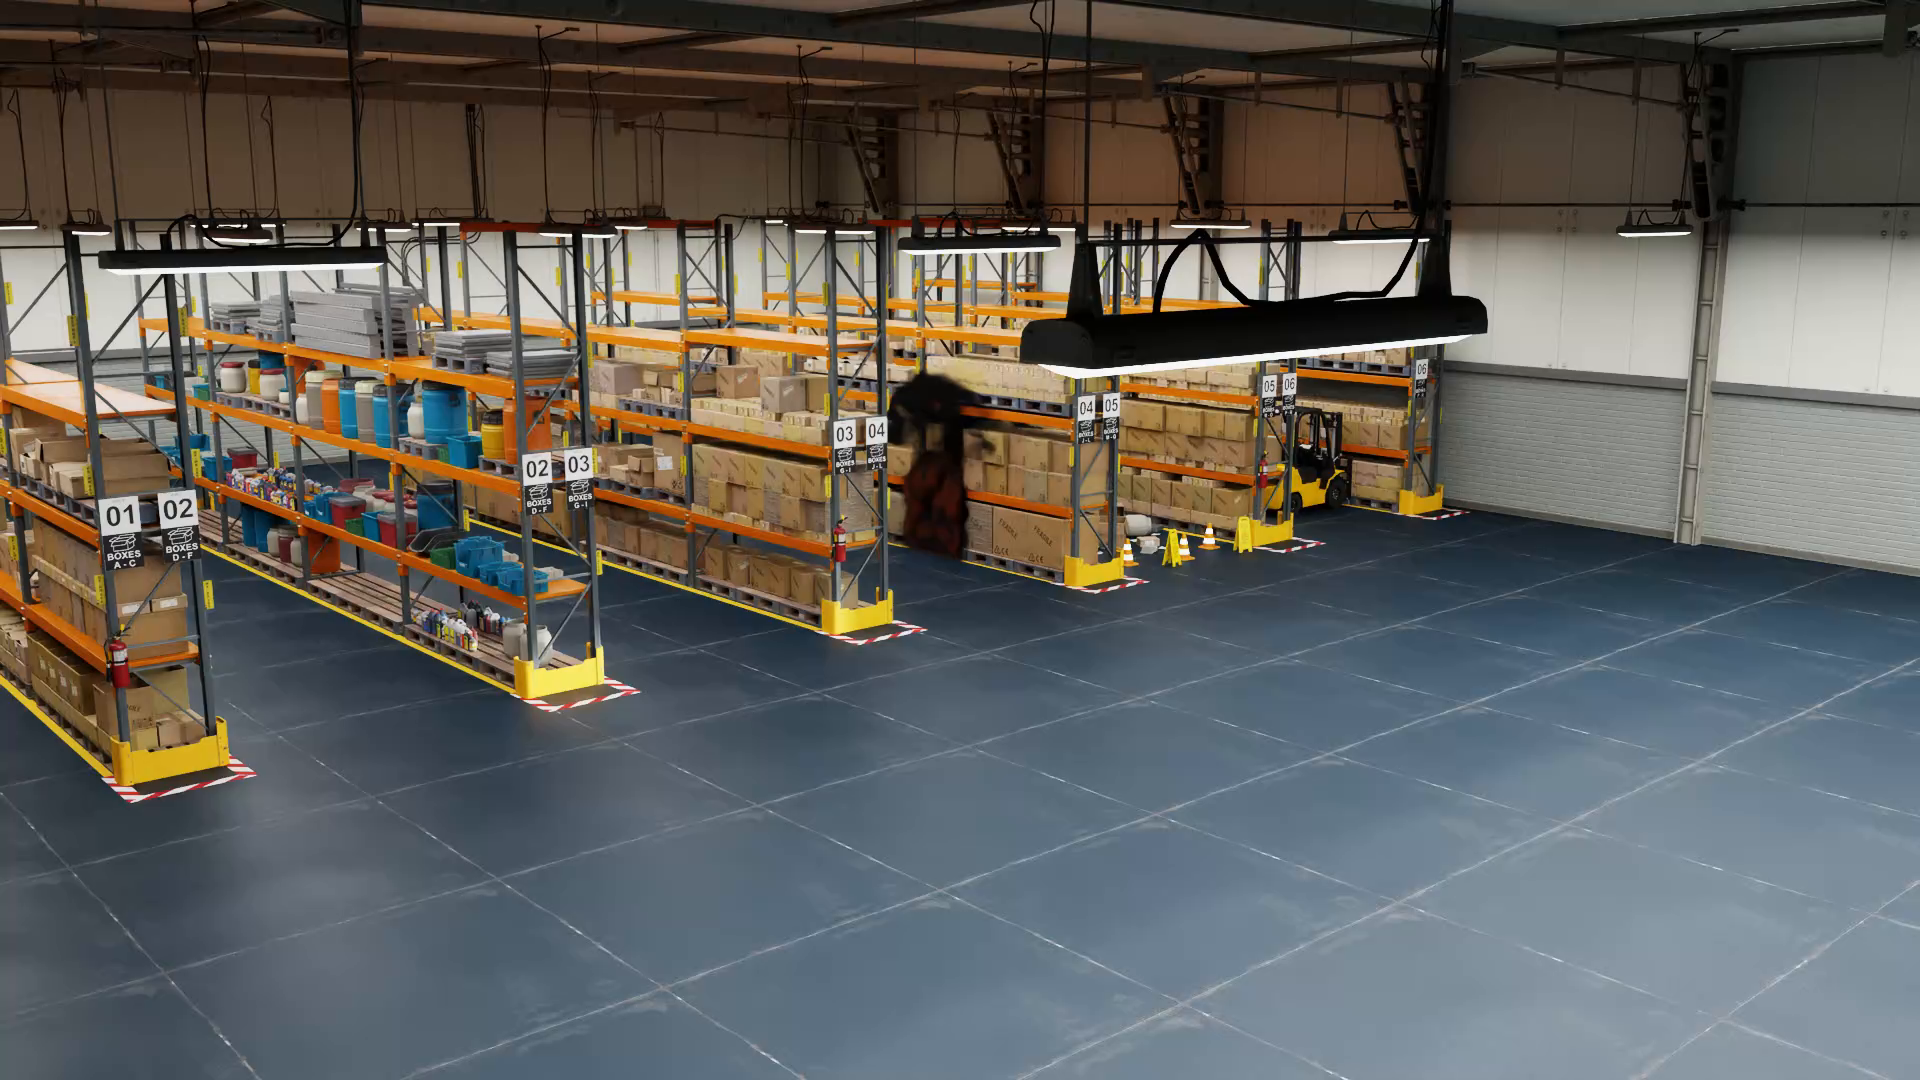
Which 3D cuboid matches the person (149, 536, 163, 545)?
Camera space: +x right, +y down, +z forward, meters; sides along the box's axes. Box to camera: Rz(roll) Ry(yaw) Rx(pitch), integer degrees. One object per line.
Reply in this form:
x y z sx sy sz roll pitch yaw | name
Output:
-12.607 0.288 26.277 0.571 1.666 0.563 8 14 35 | person

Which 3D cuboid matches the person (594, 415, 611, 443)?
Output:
-8.808 -2.709 40.928 0.699 1.717 0.580 7 13 30 | person
